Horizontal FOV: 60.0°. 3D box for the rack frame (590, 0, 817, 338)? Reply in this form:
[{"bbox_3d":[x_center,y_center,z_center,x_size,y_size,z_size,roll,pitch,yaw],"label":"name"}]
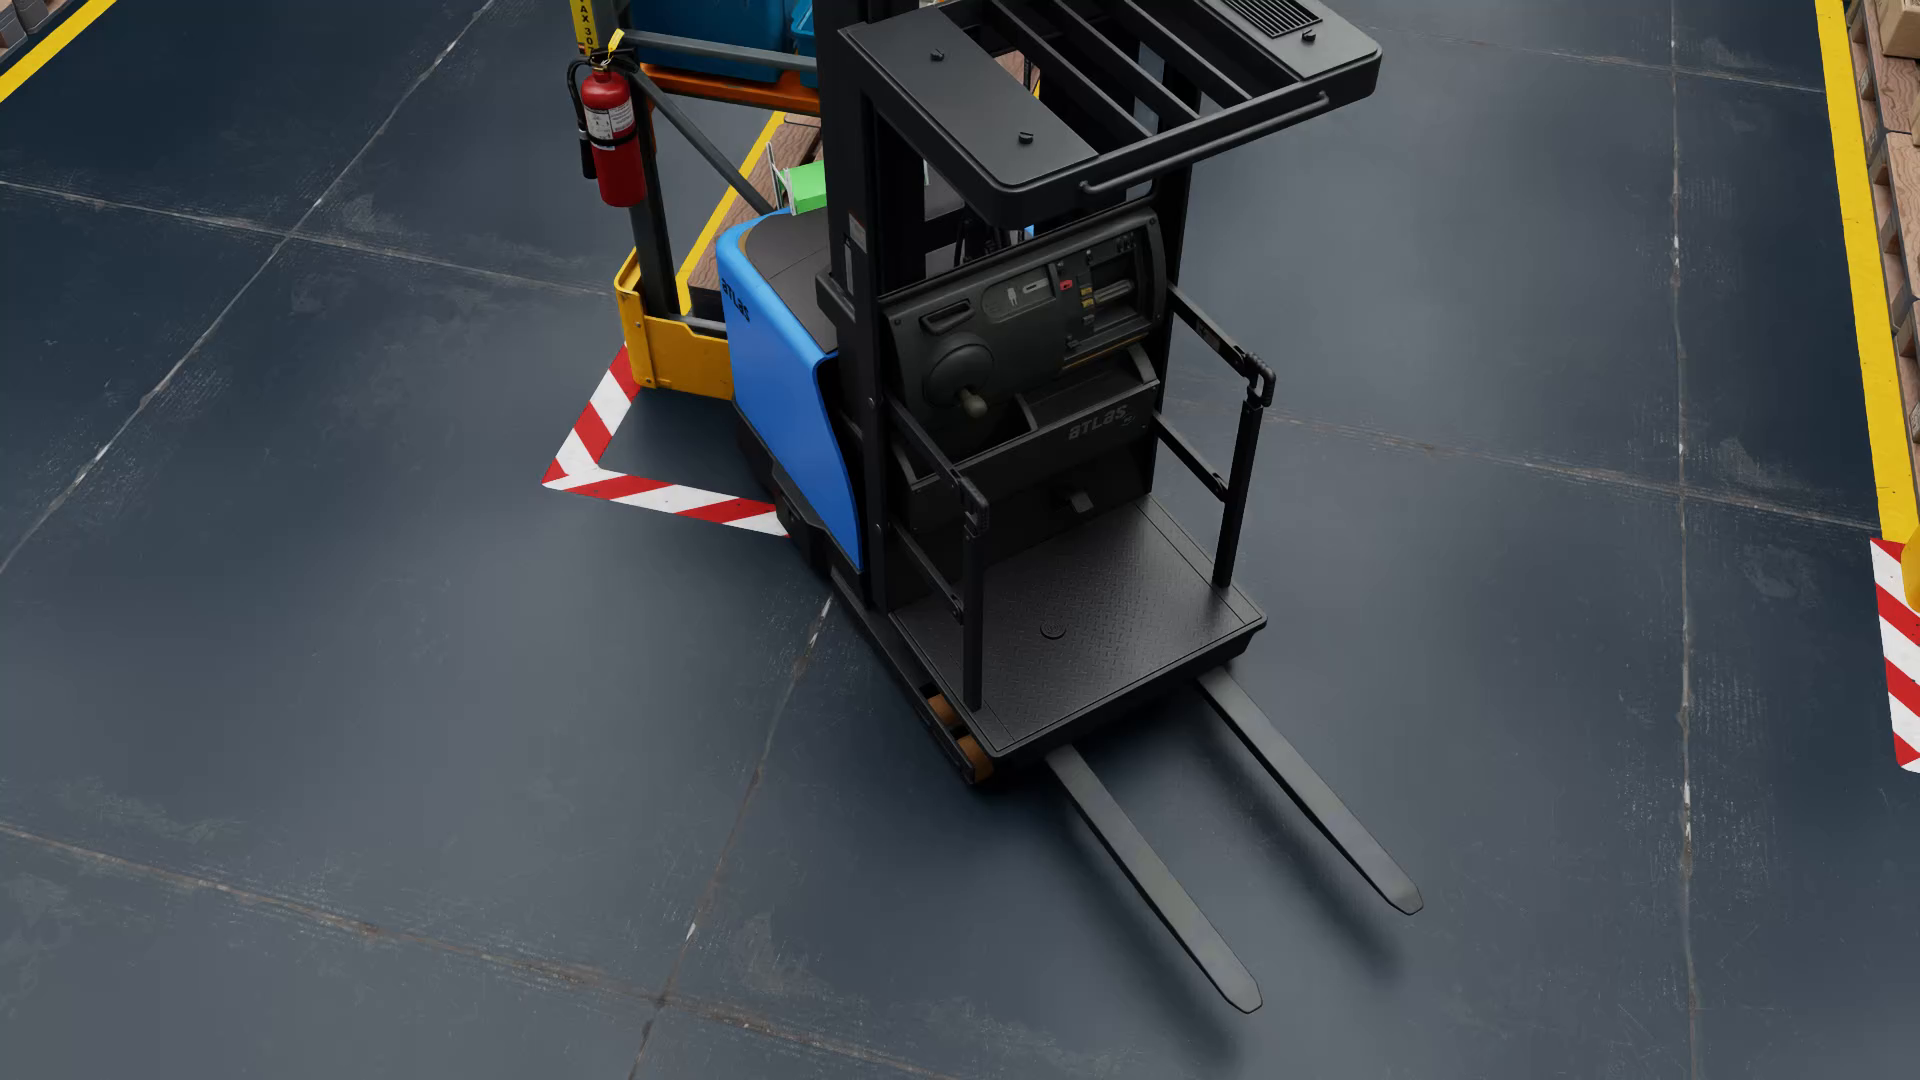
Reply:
[{"bbox_3d":[-0.758,-1.664,5.718,1.000,3.000,0.127,12,50,10],"label":"rack frame"}]

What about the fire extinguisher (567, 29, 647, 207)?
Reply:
[{"bbox_3d":[-1.236,-1.495,5.869,0.296,0.674,0.183,12,50,10],"label":"fire extinguisher"}]

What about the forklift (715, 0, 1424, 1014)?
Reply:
[{"bbox_3d":[0.325,-0.566,4.795,1.130,2.935,3.031,-24,53,-20],"label":"forklift"}]

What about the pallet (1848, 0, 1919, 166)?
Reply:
[{"bbox_3d":[4.891,-2.157,8.014,1.003,0.211,1.213,12,50,10],"label":"pallet"}]

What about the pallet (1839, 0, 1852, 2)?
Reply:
[{"bbox_3d":[5.250,-3.250,8.978,1.003,0.211,1.213,12,50,10],"label":"pallet"}]

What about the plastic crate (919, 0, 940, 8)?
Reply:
[{"bbox_3d":[-0.211,-1.926,6.085,0.250,0.136,0.298,12,50,10],"label":"plastic crate"}]

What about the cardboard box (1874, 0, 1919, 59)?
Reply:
[{"bbox_3d":[4.753,-2.572,8.019,0.500,0.311,0.500,12,50,10],"label":"cardboard box"}]

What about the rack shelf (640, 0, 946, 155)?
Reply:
[{"bbox_3d":[-0.232,-2.872,7.264,1.077,0.370,4.000,12,50,10],"label":"rack shelf"}]

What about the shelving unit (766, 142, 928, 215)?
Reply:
[{"bbox_3d":[-0.351,-0.946,6.196,0.503,1.200,0.258,-18,41,-13],"label":"shelving unit"}]

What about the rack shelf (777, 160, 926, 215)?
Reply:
[{"bbox_3d":[-0.390,-1.262,5.929,0.480,0.148,0.258,-18,41,-13],"label":"rack shelf"}]

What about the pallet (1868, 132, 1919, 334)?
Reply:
[{"bbox_3d":[4.572,-1.272,7.232,1.003,0.211,1.213,12,50,10],"label":"pallet"}]

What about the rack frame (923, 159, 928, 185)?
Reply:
[{"bbox_3d":[-0.125,-1.020,6.251,0.015,1.200,0.240,-18,41,-13],"label":"rack frame"}]

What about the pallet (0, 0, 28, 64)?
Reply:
[{"bbox_3d":[-5.401,-2.312,8.150,1.003,0.211,1.213,12,50,10],"label":"pallet"}]

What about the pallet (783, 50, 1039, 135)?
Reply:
[{"bbox_3d":[-0.180,-2.210,8.059,1.003,0.211,1.213,12,50,10],"label":"pallet"}]

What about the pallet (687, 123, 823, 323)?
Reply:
[{"bbox_3d":[-0.503,-1.330,7.283,1.003,0.211,1.213,12,50,10],"label":"pallet"}]

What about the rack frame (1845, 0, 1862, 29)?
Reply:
[{"bbox_3d":[5.073,-3.577,7.406,1.000,3.000,0.127,12,50,10],"label":"rack frame"}]

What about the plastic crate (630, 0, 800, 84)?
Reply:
[{"bbox_3d":[-0.850,-1.974,5.928,0.616,0.435,0.499,12,50,10],"label":"plastic crate"}]

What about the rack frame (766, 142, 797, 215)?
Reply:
[{"bbox_3d":[-0.577,-0.872,6.142,0.015,1.200,0.240,-18,41,-13],"label":"rack frame"}]

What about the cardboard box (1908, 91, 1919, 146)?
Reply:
[{"bbox_3d":[4.535,-1.896,7.519,0.380,0.166,0.250,12,50,10],"label":"cardboard box"}]

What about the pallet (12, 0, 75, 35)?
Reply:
[{"bbox_3d":[-5.078,-3.192,8.926,1.003,0.211,1.213,12,50,10],"label":"pallet"}]

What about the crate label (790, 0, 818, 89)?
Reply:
[{"bbox_3d":[-0.375,-1.742,5.858,0.416,0.233,0.303,12,50,10],"label":"crate label"}]

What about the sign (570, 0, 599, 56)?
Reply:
[{"bbox_3d":[-1.293,-1.815,5.742,0.100,0.325,0.005,12,50,10],"label":"sign"}]

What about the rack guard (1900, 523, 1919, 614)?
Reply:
[{"bbox_3d":[4.040,0.089,5.838,1.175,0.500,0.348,12,50,10],"label":"rack guard"}]

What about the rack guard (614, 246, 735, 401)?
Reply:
[{"bbox_3d":[-0.752,-0.817,6.637,1.175,0.500,0.348,12,50,10],"label":"rack guard"}]

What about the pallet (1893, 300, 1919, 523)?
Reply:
[{"bbox_3d":[4.249,-0.393,6.456,1.003,0.211,1.213,12,50,10],"label":"pallet"}]

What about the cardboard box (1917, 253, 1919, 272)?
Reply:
[{"bbox_3d":[4.204,-1.042,6.710,0.500,0.250,0.500,12,50,10],"label":"cardboard box"}]
